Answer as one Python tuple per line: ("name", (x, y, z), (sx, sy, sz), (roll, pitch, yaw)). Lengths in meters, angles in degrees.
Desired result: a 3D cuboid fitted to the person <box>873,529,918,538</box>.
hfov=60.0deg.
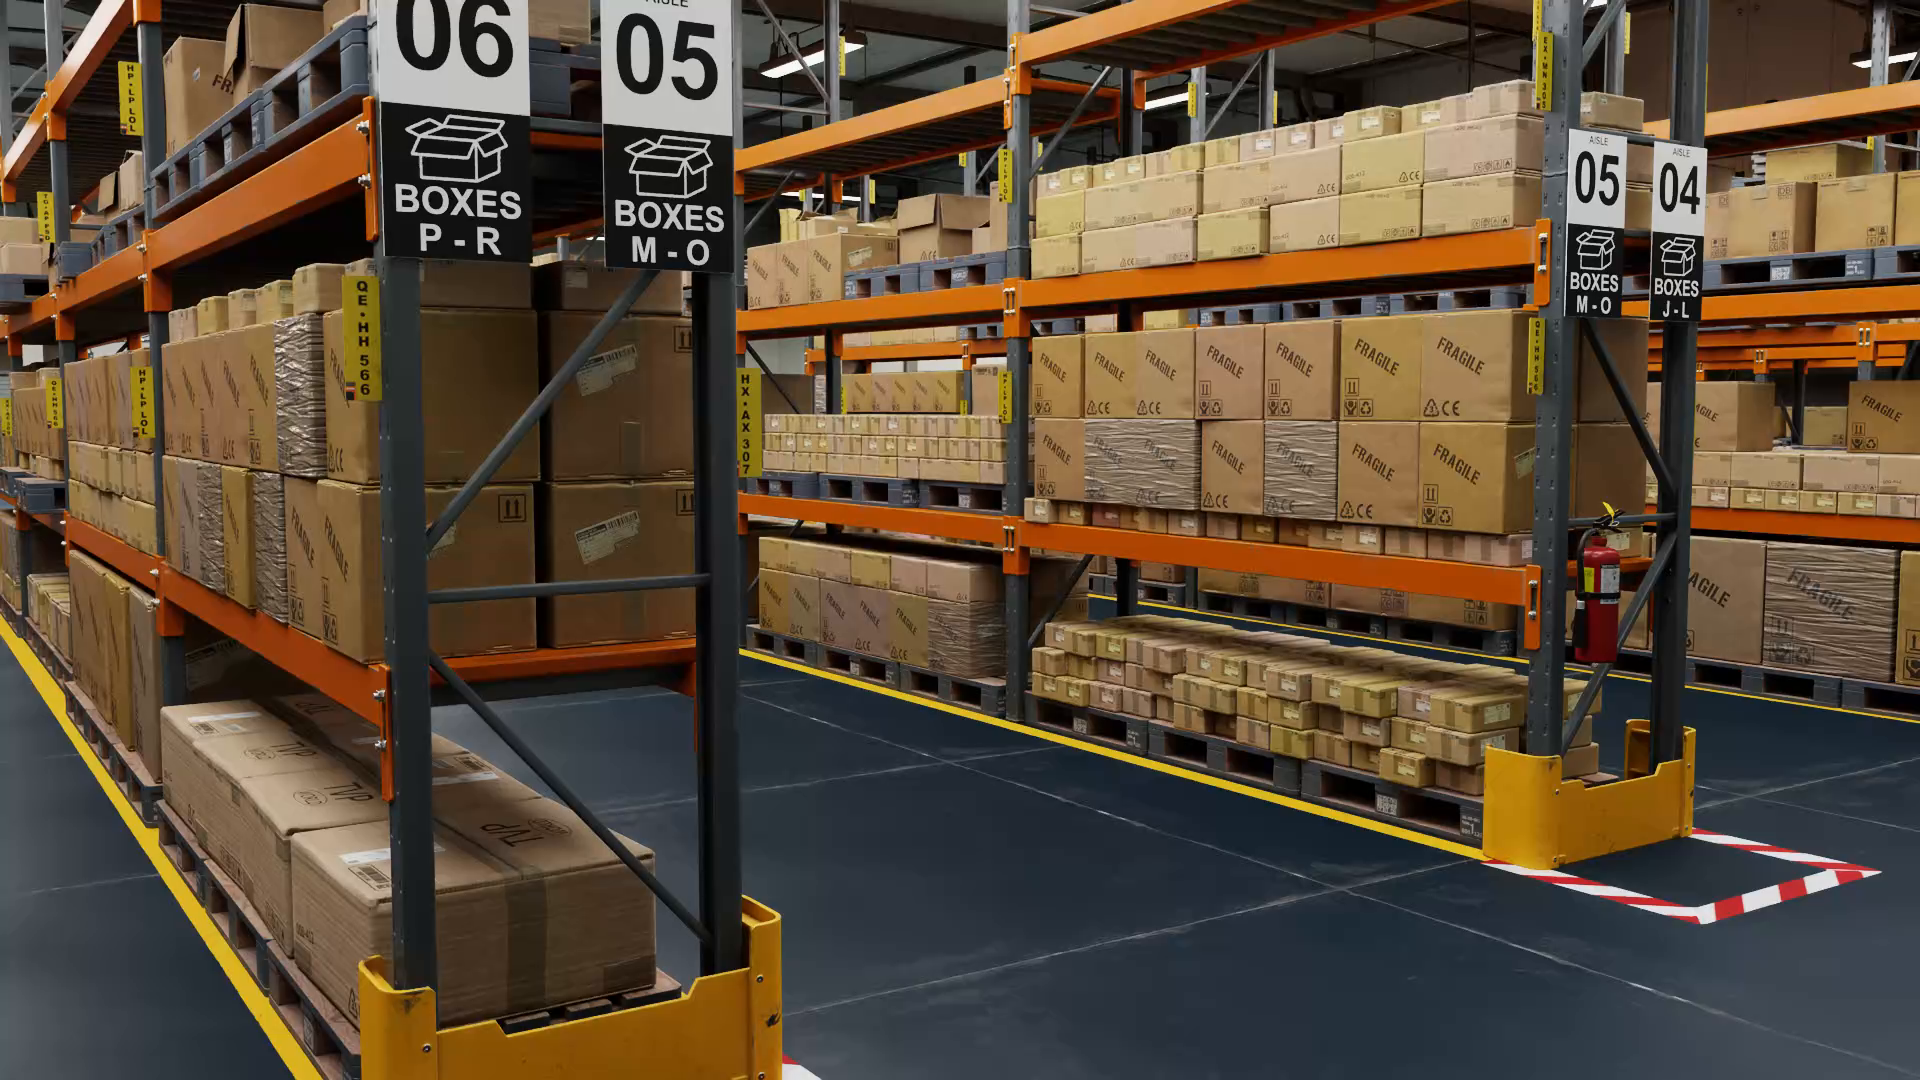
("person", (-0.517, 0.319, 15.676), (0.565, 0.908, 0.886), (-3, 6, -35))
